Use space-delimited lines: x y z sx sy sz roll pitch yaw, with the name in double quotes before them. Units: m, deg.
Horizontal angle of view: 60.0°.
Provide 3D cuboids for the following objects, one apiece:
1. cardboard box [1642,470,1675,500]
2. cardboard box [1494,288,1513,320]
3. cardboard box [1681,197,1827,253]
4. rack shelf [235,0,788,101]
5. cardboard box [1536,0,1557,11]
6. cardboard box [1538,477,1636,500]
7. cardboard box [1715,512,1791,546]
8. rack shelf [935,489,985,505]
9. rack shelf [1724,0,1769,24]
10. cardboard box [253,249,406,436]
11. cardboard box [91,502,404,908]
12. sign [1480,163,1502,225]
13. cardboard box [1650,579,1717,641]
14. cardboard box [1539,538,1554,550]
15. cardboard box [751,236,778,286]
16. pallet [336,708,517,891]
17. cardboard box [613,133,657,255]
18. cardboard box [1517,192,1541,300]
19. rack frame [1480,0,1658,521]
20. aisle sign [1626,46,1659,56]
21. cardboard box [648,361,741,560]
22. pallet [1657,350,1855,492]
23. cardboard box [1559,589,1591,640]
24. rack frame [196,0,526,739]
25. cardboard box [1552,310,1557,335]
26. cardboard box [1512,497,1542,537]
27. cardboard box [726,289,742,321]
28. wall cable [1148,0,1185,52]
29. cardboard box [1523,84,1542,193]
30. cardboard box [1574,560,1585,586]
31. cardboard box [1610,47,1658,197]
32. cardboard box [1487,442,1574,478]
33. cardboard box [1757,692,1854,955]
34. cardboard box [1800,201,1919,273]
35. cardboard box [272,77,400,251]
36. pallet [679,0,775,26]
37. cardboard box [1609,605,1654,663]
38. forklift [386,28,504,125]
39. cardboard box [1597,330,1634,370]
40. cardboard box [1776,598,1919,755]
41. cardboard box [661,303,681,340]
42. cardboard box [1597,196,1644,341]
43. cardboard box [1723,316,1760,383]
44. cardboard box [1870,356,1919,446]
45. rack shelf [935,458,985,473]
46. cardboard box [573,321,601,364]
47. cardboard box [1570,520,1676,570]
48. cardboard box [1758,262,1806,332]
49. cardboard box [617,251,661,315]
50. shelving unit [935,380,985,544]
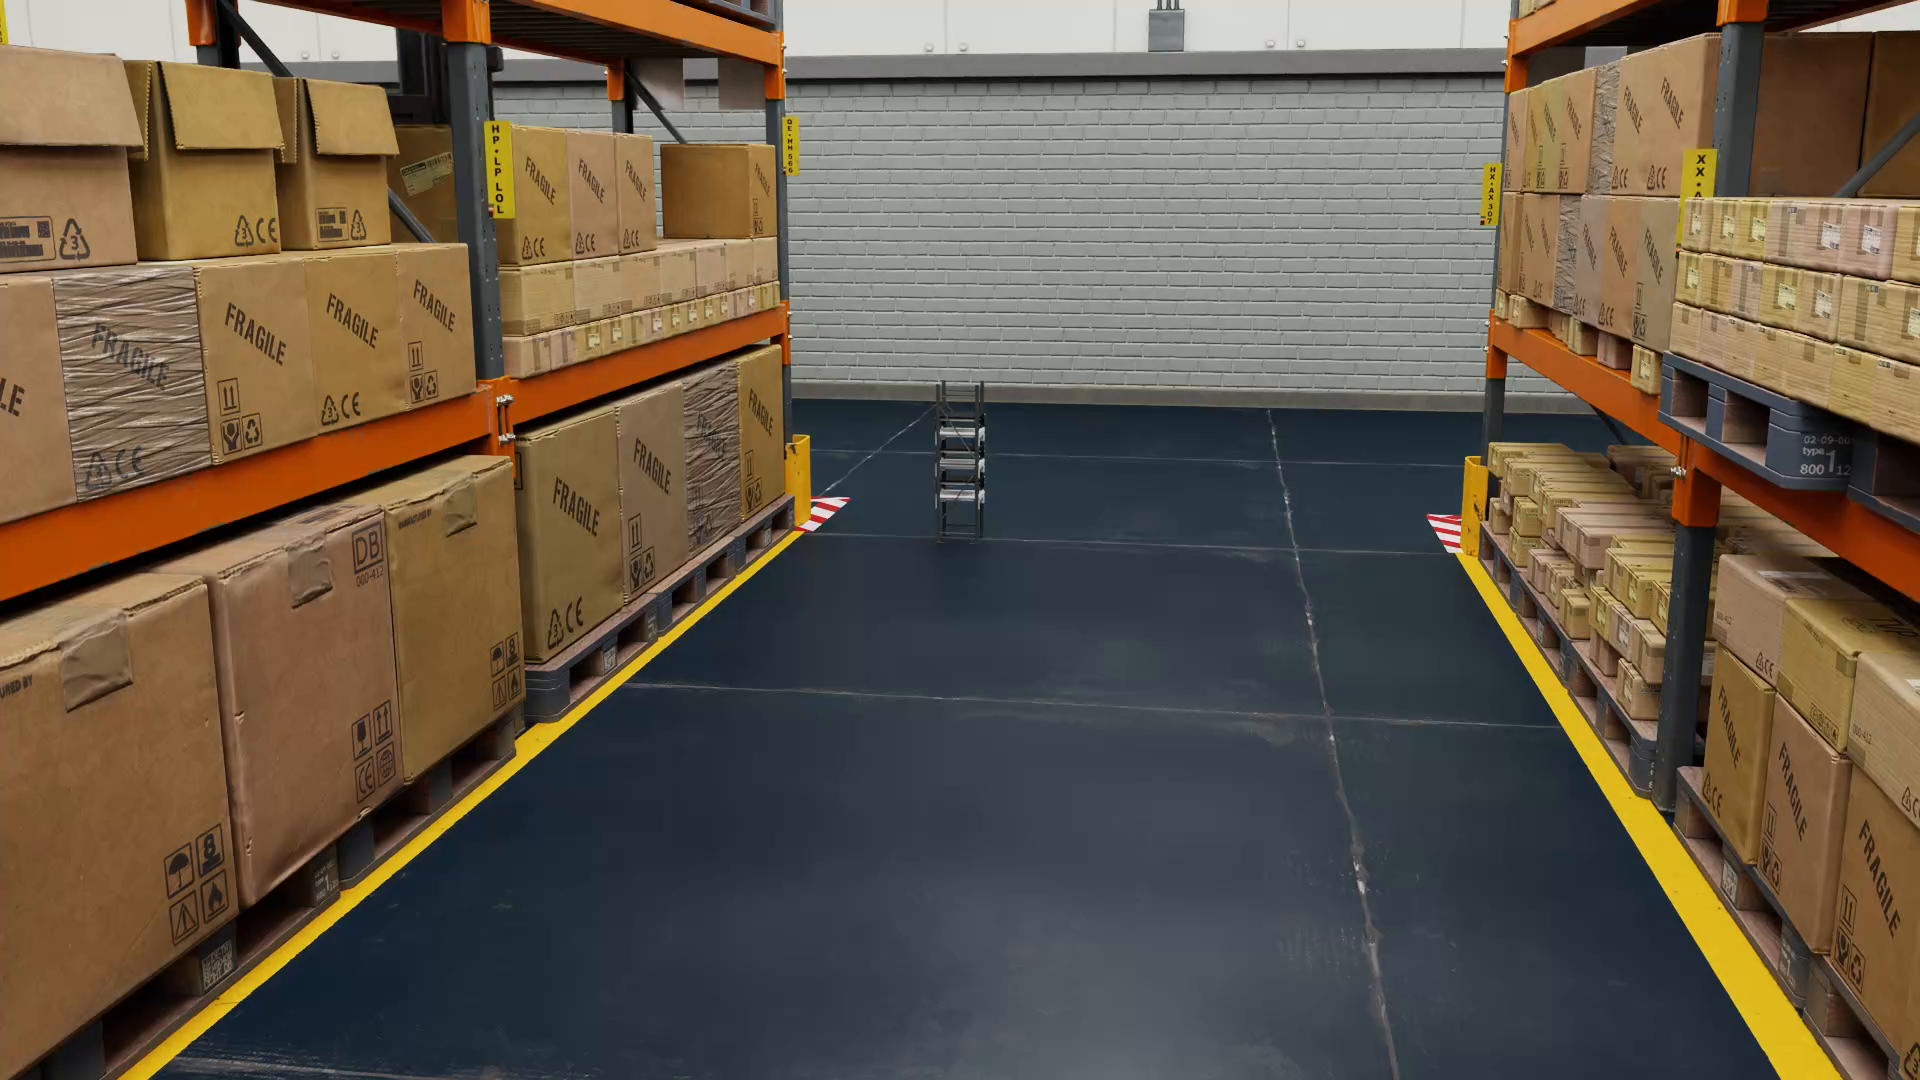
"cardboard box" 3.438 -0.232 7.808 0.380 0.149 0.250 1 12 6
"cardboard box" 3.007 -1.229 8.670 0.380 0.149 0.250 2 12 8
"cardboard box" 2.251 -0.882 4.652 0.380 0.149 0.250 3 12 12
"rack shelf" -1.812 -2.288 7.579 1.077 0.370 4.000 2 12 9
"cardboard box" 2.974 -2.607 7.704 0.500 0.250 0.500 2 12 10
"cardboard box" 2.867 -0.191 7.619 0.380 0.149 0.250 2 12 11
"cardboard box" 3.212 -0.017 6.812 0.380 0.149 0.250 1 12 6
"rack shelf" 0.001 -0.233 9.451 0.258 0.077 0.200 2 12 9
"rack shelf" 2.458 -1.274 2.872 1.077 0.370 4.000 2 12 9
"cardboard box" -2.005 -0.597 4.907 0.500 0.500 0.500 2 12 10
"cardboard box" -2.335 0.396 4.582 1.225 0.875 0.875 1 12 7
"sign" 2.845 -1.849 8.898 0.100 0.325 0.005 2 12 9
"cardboard box" 2.563 0.240 5.620 0.380 0.149 0.250 2 12 10
"cardboard box" 2.901 0.094 7.708 0.380 0.149 0.250 2 12 9
"cardboard box" -1.317 -1.553 9.227 0.500 0.250 0.500 2 12 8
"pallet" -2.164 0.769 5.424 1.003 0.211 1.213 2 12 9
"cardboard box" -1.635 -1.498 7.195 0.500 0.500 0.500 1 12 7
"cardboard box" 2.982 -1.406 7.953 0.500 0.500 0.500 2 12 9
"rack frame" 3.381 -1.408 8.907 1.000 3.000 0.127 2 12 9
"aisle sign" 3.689 -2.684 8.659 0.394 0.787 0.004 2 12 9
"cardboard box" -1.664 -0.431 8.421 0.875 0.875 0.875 2 12 9
"pallet" 2.504 -0.327 4.348 1.003 0.211 1.213 2 12 9
"cardboard box" 2.648 0.305 6.730 0.380 0.149 0.250 2 12 9
"rack frame" -2.120 -0.757 5.887 1.000 3.000 0.127 2 12 9
"cardboard box" 2.944 -1.006 7.637 0.380 0.149 0.250 2 12 8
"cardboard box" 2.852 -0.106 7.928 0.380 0.149 0.250 2 12 10
"cardboard box" -1.351 -1.224 8.648 0.380 0.149 0.250 2 12 10
"wall cable" 2.771 -7.161 13.723 2.277 5.999 0.120 2 12 9
"cardboard box" 2.978 -1.901 7.878 0.500 0.500 0.500 2 12 10
"cardboard box" 2.770 0.121 6.878 0.380 0.149 0.250 1 12 6
"cardboard box" 2.645 -1.473 5.891 0.500 0.500 0.500 1 12 7
"cardboard box" 2.965 -0.413 8.646 0.380 0.149 0.250 1 12 6
"cardboard box" 2.310 0.697 4.078 0.500 0.500 0.500 2 12 11
"cardboard box" 2.092 -0.665 3.646 0.380 0.149 0.250 2 12 8
"cardboard box" -2.210 -1.163 5.153 0.797 0.503 0.637 2 12 7
"pallet" -1.608 -2.858 8.726 1.003 0.211 1.213 2 12 9
"cardboard box" 2.529 0.335 5.884 0.380 0.149 0.250 1 12 6
"forklift" -3.618 -1.652 10.200 3.031 2.935 1.130 -7 14 -29
"cardboard box" 2.687 -0.741 6.408 0.380 0.149 0.250 1 12 6
"cardboard box" 2.312 0.331 3.995 0.500 0.250 0.500 2 12 10
"cardboard box" -1.507 -1.010 7.655 0.380 0.149 0.250 2 12 7
"cardboard box" 2.642 -0.988 6.013 0.500 0.500 0.500 2 12 7
"cardboard box" 2.172 -0.481 4.205 0.380 0.149 0.250 2 12 9
"cardboard box" 2.013 -0.267 3.210 0.380 0.149 0.250 1 12 6
"rack shelf" 0.001 -0.409 9.413 0.258 0.077 0.200 2 12 9
"cardboard box" -1.665 -0.795 6.658 0.380 0.149 0.250 2 12 11
"cardboard box" 2.662 0.022 6.629 0.380 0.149 0.250 1 12 6
"cardboard box" 2.134 -0.574 3.932 0.380 0.149 0.250 1 12 6
"cardboard box" -1.633 -1.130 7.267 0.500 0.250 0.500 2 12 10
"shelving unit" 0.001 -0.442 9.406 0.258 0.900 0.210 2 12 9
